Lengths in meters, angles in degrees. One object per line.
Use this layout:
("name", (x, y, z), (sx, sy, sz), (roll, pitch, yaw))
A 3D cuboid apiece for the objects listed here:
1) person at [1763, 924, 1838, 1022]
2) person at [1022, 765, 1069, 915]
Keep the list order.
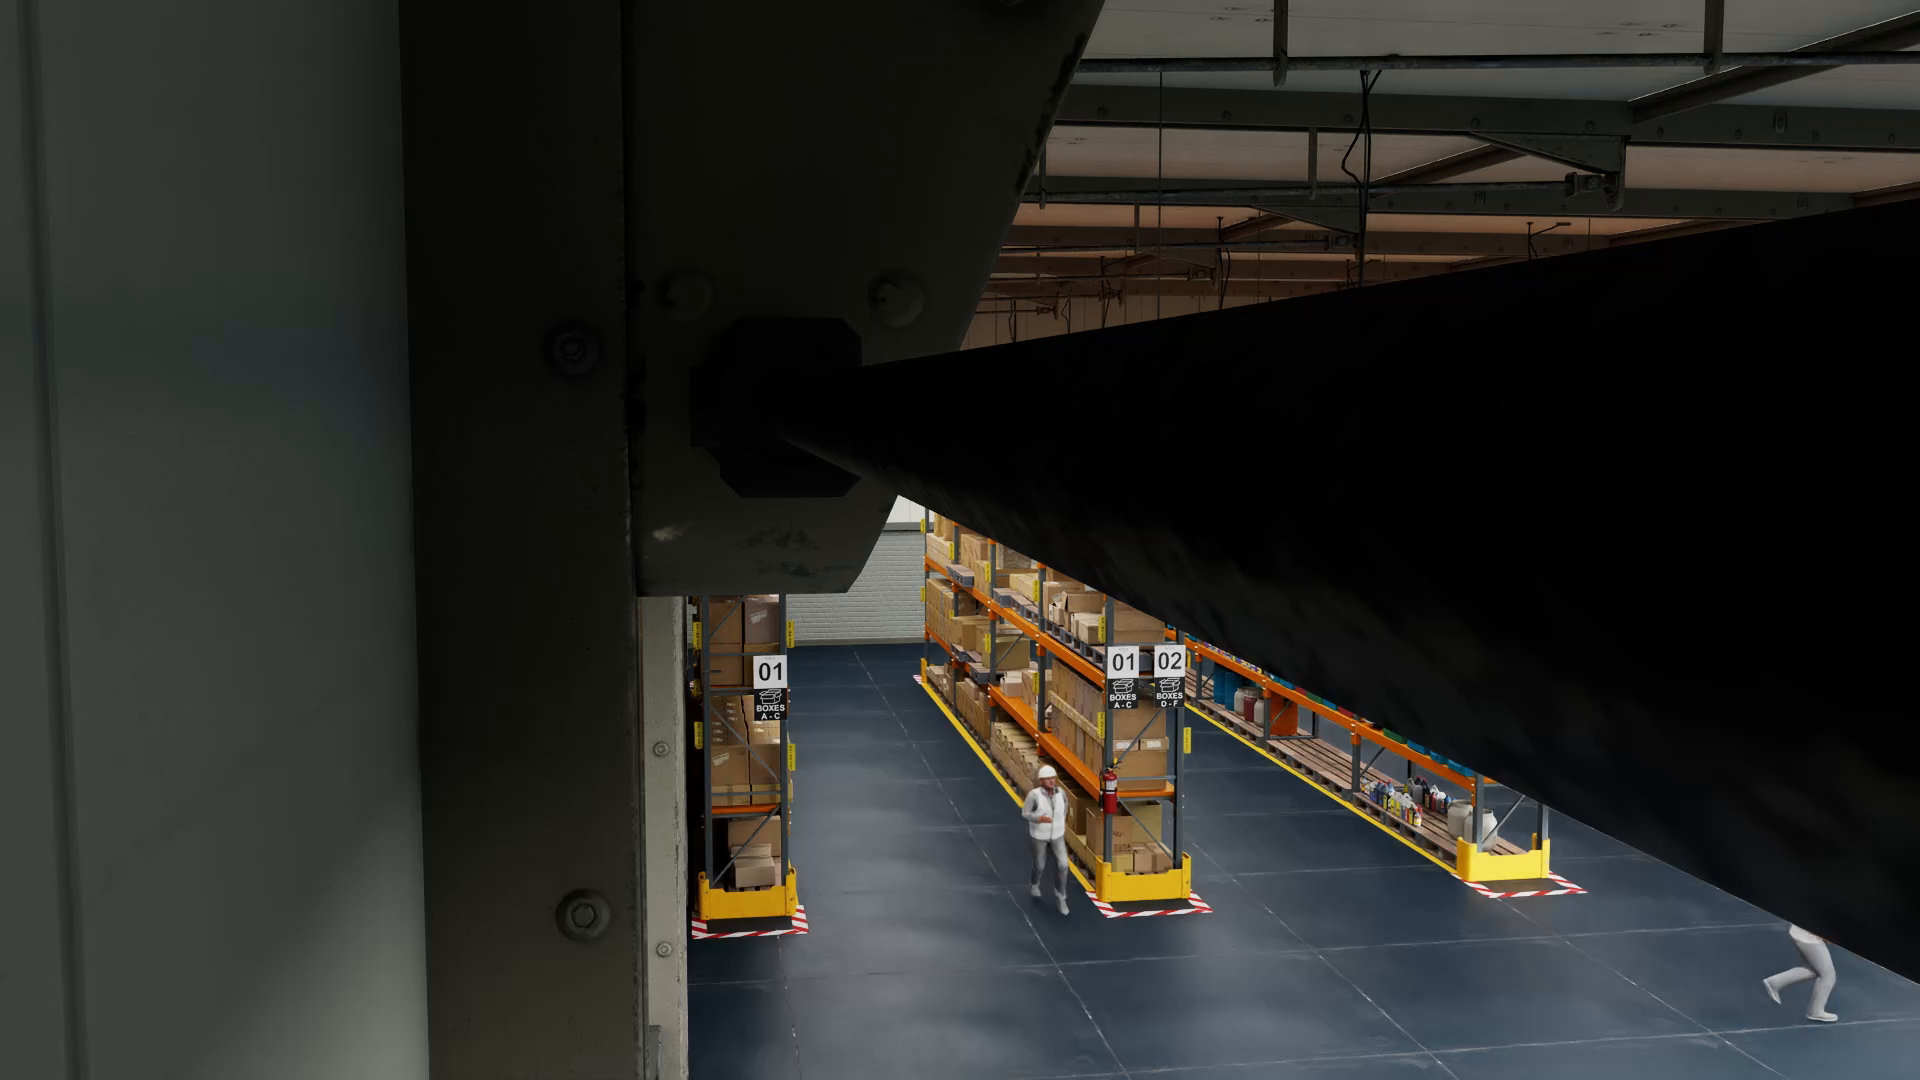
("person", (8.539, 4.024, 16.795), (0.668, 1.655, 0.580), (1, 5, 14))
("person", (1.059, 3.659, 20.521), (0.675, 1.816, 0.829), (-1, 5, -16))
